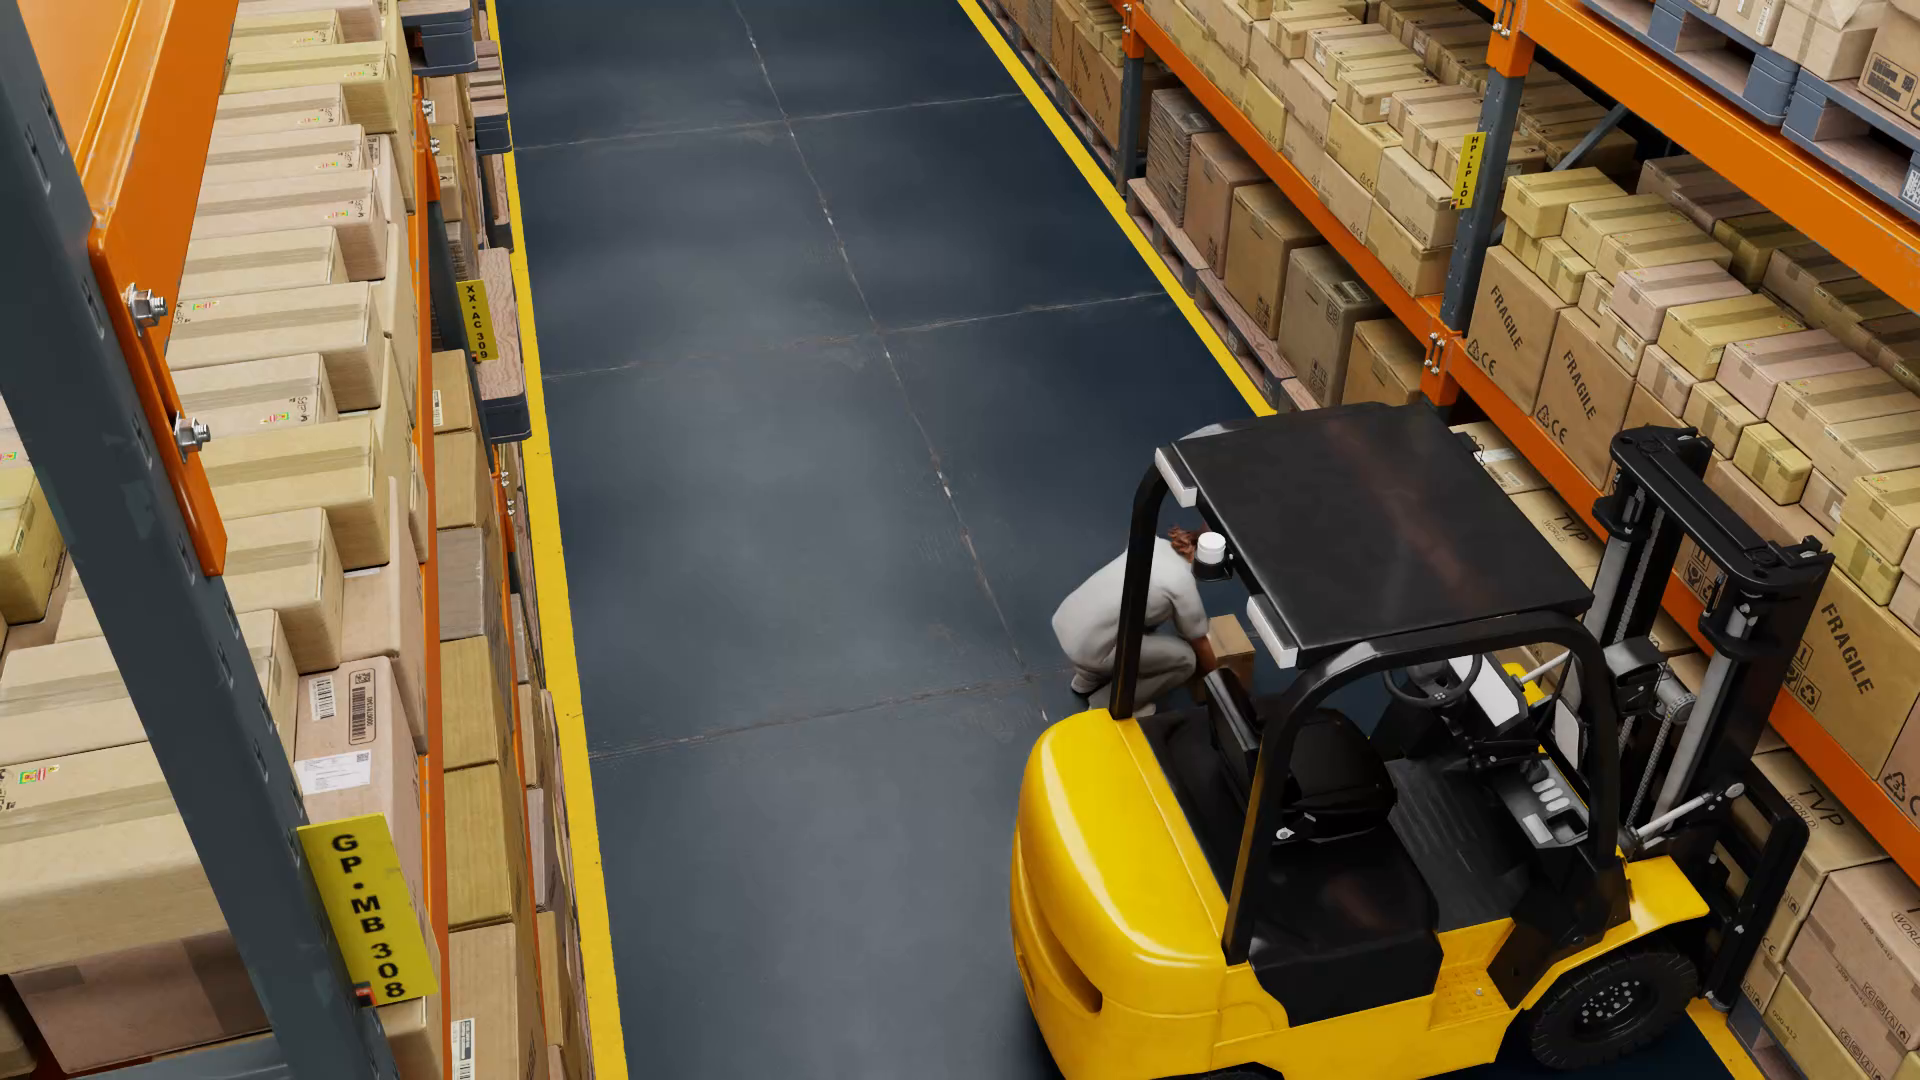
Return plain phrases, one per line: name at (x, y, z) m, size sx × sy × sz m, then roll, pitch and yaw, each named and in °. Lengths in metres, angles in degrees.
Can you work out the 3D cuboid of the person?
person at (0.781, 0.336, 6.972) m, size 0.801 × 0.834 × 0.481 m, roll -9°, pitch 39°, yaw -12°
